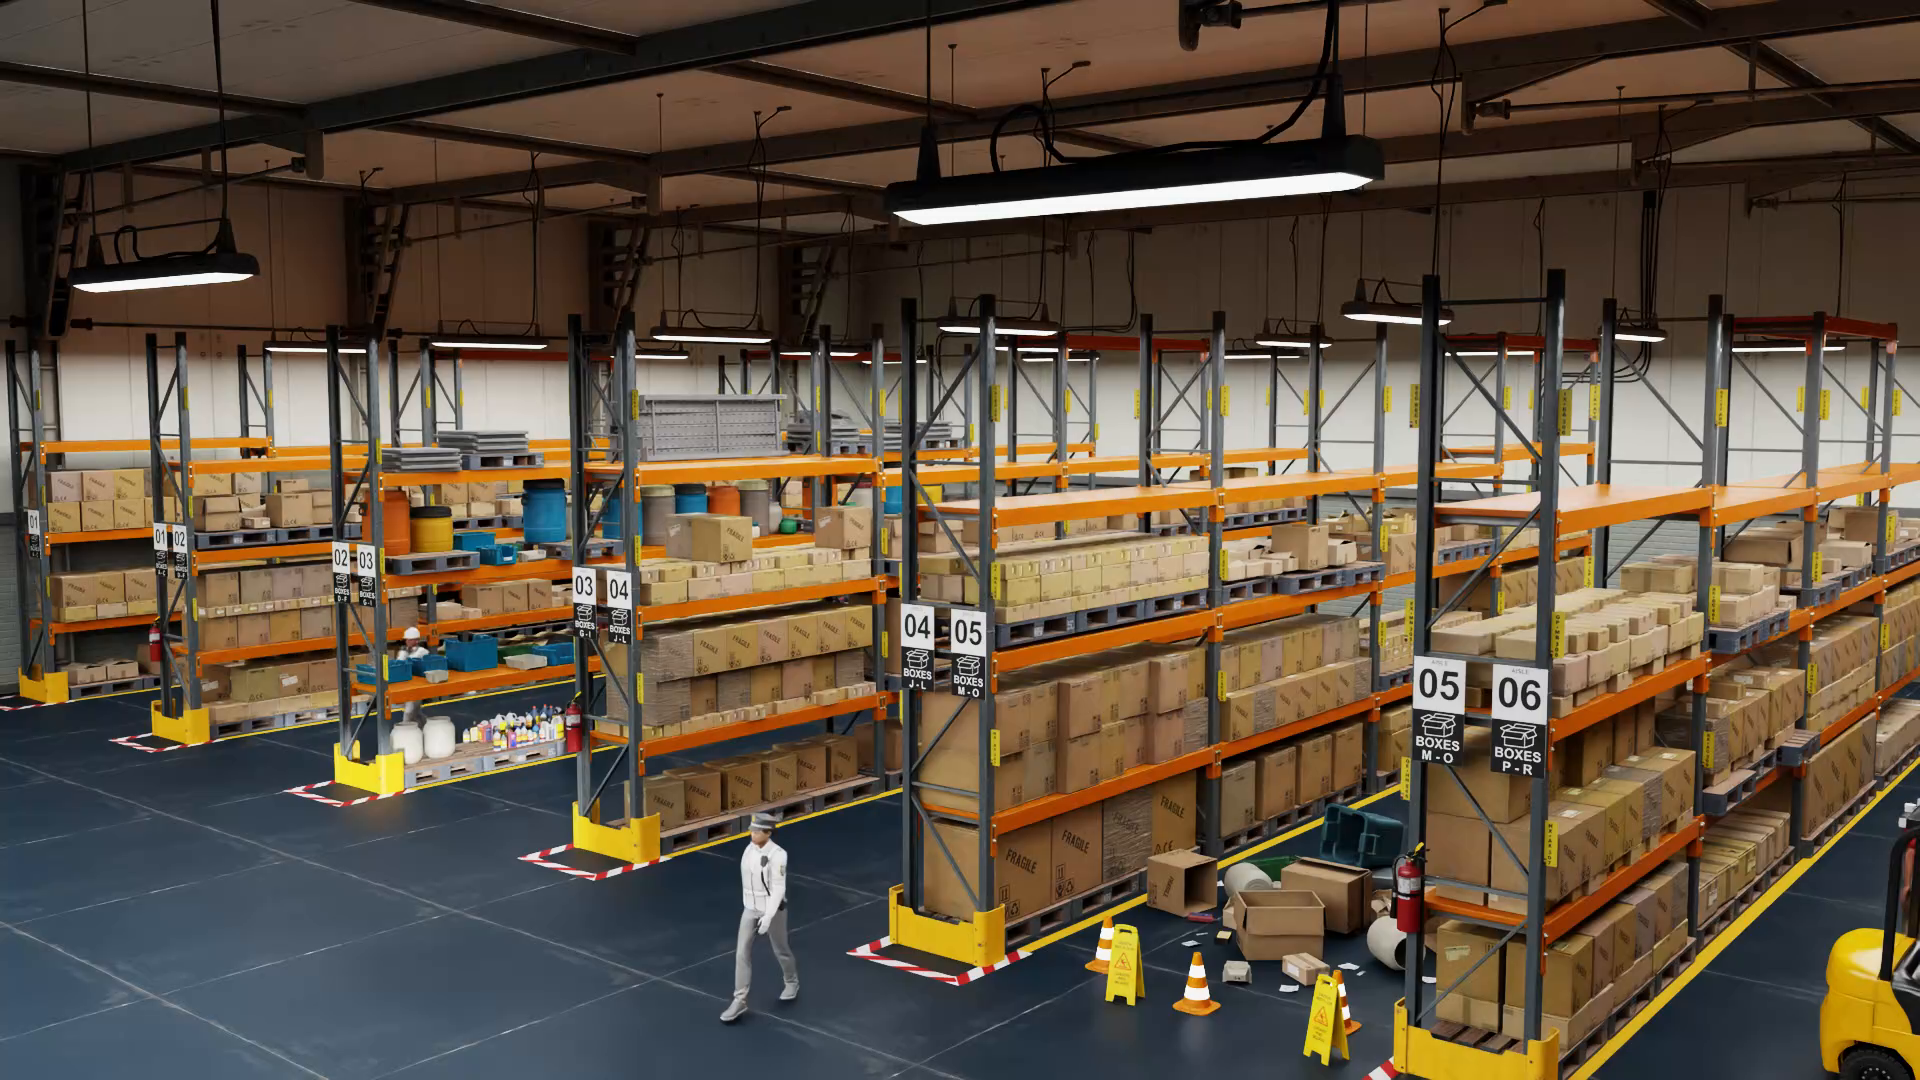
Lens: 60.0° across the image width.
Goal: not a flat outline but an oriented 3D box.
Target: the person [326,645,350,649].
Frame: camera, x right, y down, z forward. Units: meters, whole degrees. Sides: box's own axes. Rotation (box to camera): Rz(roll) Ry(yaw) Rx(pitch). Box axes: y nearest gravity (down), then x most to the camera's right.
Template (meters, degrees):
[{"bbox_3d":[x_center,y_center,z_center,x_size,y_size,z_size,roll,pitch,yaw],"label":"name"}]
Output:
[{"bbox_3d":[-10.609,1.738,28.476,0.668,1.763,0.755,3,6,28],"label":"person"}]

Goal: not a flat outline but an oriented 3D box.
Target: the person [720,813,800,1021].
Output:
[{"bbox_3d":[-1.651,3.088,13.835,0.506,1.657,0.848,3,6,31],"label":"person"}]

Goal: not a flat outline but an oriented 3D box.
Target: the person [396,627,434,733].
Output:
[{"bbox_3d":[-7.975,2.125,24.110,0.537,1.708,1.015,2,6,24],"label":"person"}]

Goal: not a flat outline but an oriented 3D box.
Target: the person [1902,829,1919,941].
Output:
[{"bbox_3d":[8.428,3.047,14.396,0.536,1.784,0.599,3,6,33],"label":"person"}]
